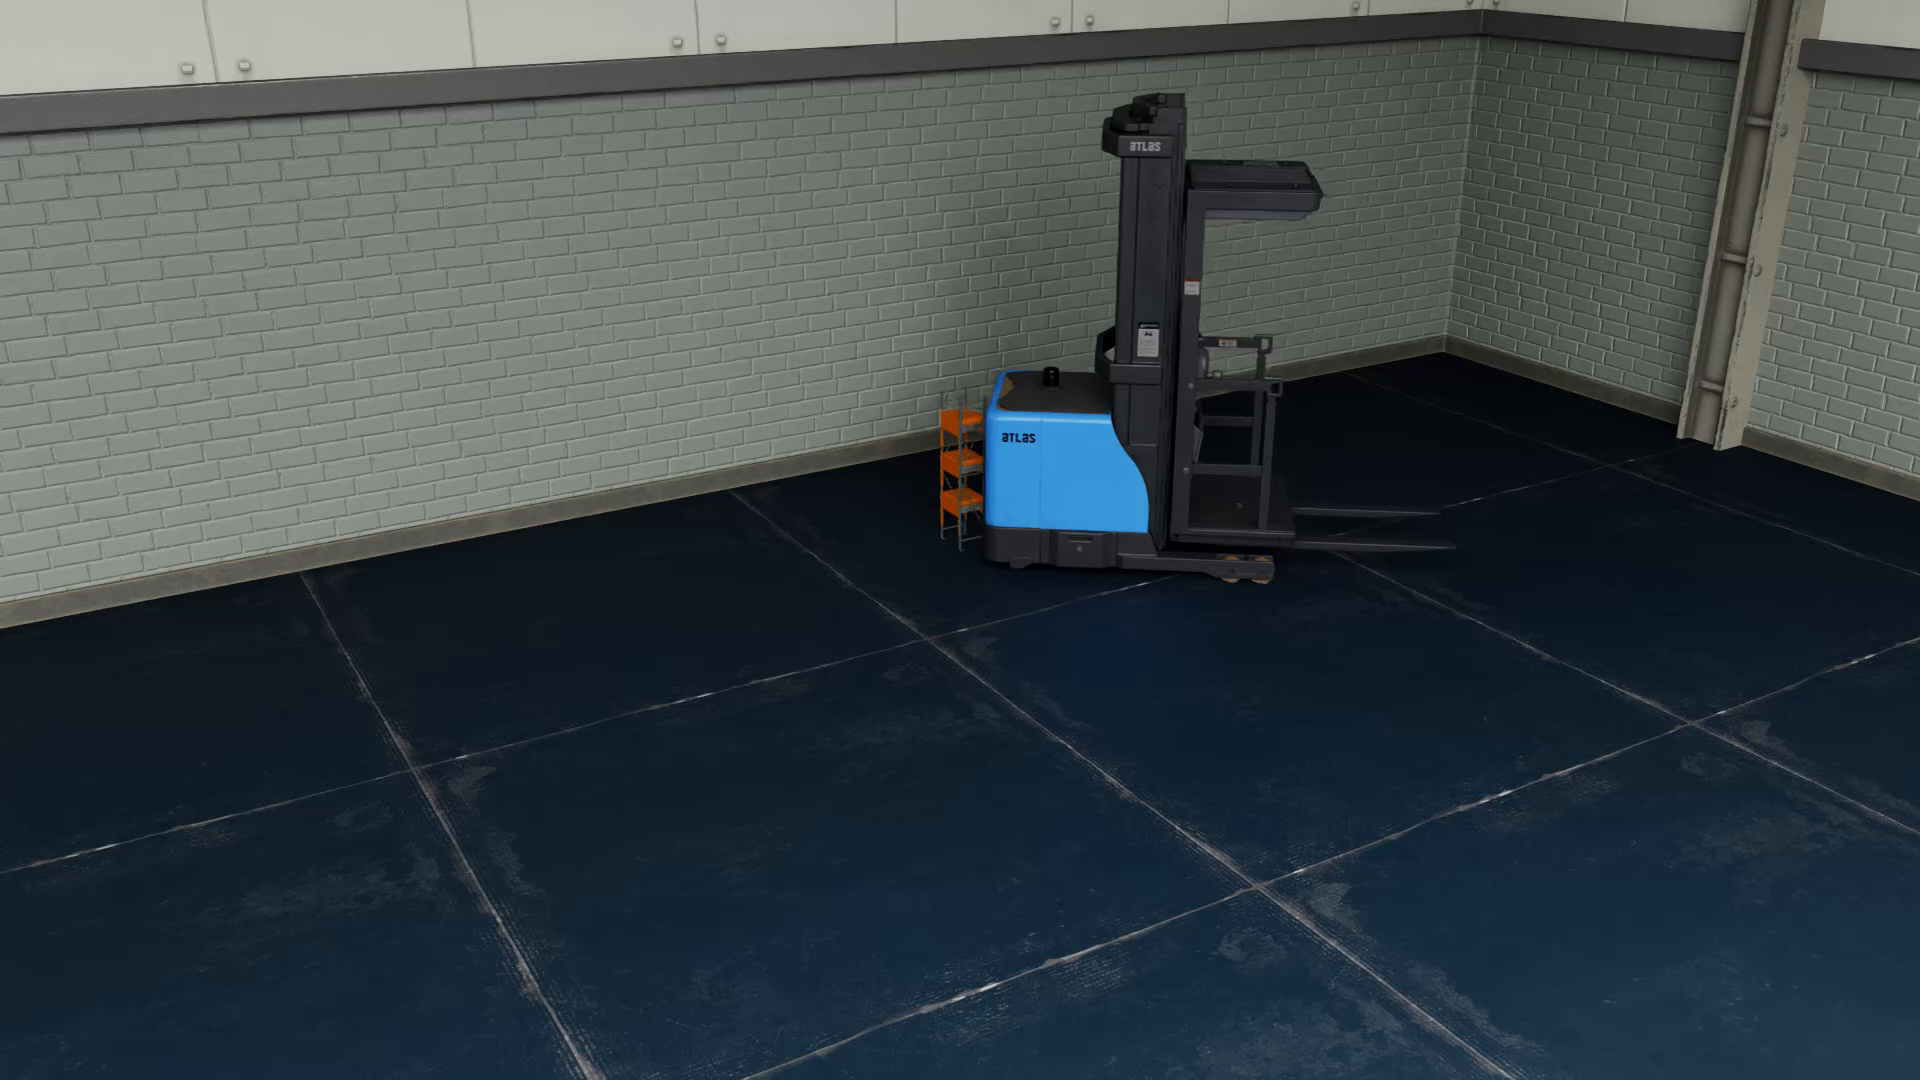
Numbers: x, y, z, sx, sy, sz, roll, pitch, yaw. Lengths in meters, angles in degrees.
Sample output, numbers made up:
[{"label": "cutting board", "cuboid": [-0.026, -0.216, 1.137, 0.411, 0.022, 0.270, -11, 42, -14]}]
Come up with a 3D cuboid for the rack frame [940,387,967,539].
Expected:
[{"label": "rack frame", "cuboid": [-0.043, -0.510, 11.170, 0.200, 1.050, 0.008, -12, 25, -28]}]

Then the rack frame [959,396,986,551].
[{"label": "rack frame", "cuboid": [0.081, -0.430, 10.975, 0.200, 1.050, 0.008, -12, 25, -28]}]

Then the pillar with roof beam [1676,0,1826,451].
[{"label": "pillar with roof beam", "cuboid": [2.275, -4.134, 9.531, 9.100, 9.000, 0.400, -13, 25, -28]}]

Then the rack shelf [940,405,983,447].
[{"label": "rack shelf", "cuboid": [0.020, -0.723, 10.970, 0.215, 0.259, 0.240, -12, 25, -28]}]

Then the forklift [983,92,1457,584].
[{"label": "forklift", "cuboid": [1.701, -1.289, 10.590, 3.031, 2.935, 1.130, 2, 22, 6]}]

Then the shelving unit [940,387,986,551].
[{"label": "shelving unit", "cuboid": [0.019, -0.470, 11.072, 0.215, 1.050, 0.252, -12, 25, -28]}]

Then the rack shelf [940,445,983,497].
[{"label": "rack shelf", "cuboid": [0.019, -0.460, 11.076, 0.215, 0.259, 0.240, -12, 25, -28]}]

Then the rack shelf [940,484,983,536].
[{"label": "rack shelf", "cuboid": [0.018, -0.203, 11.181, 0.215, 0.259, 0.240, -12, 25, -28]}]
